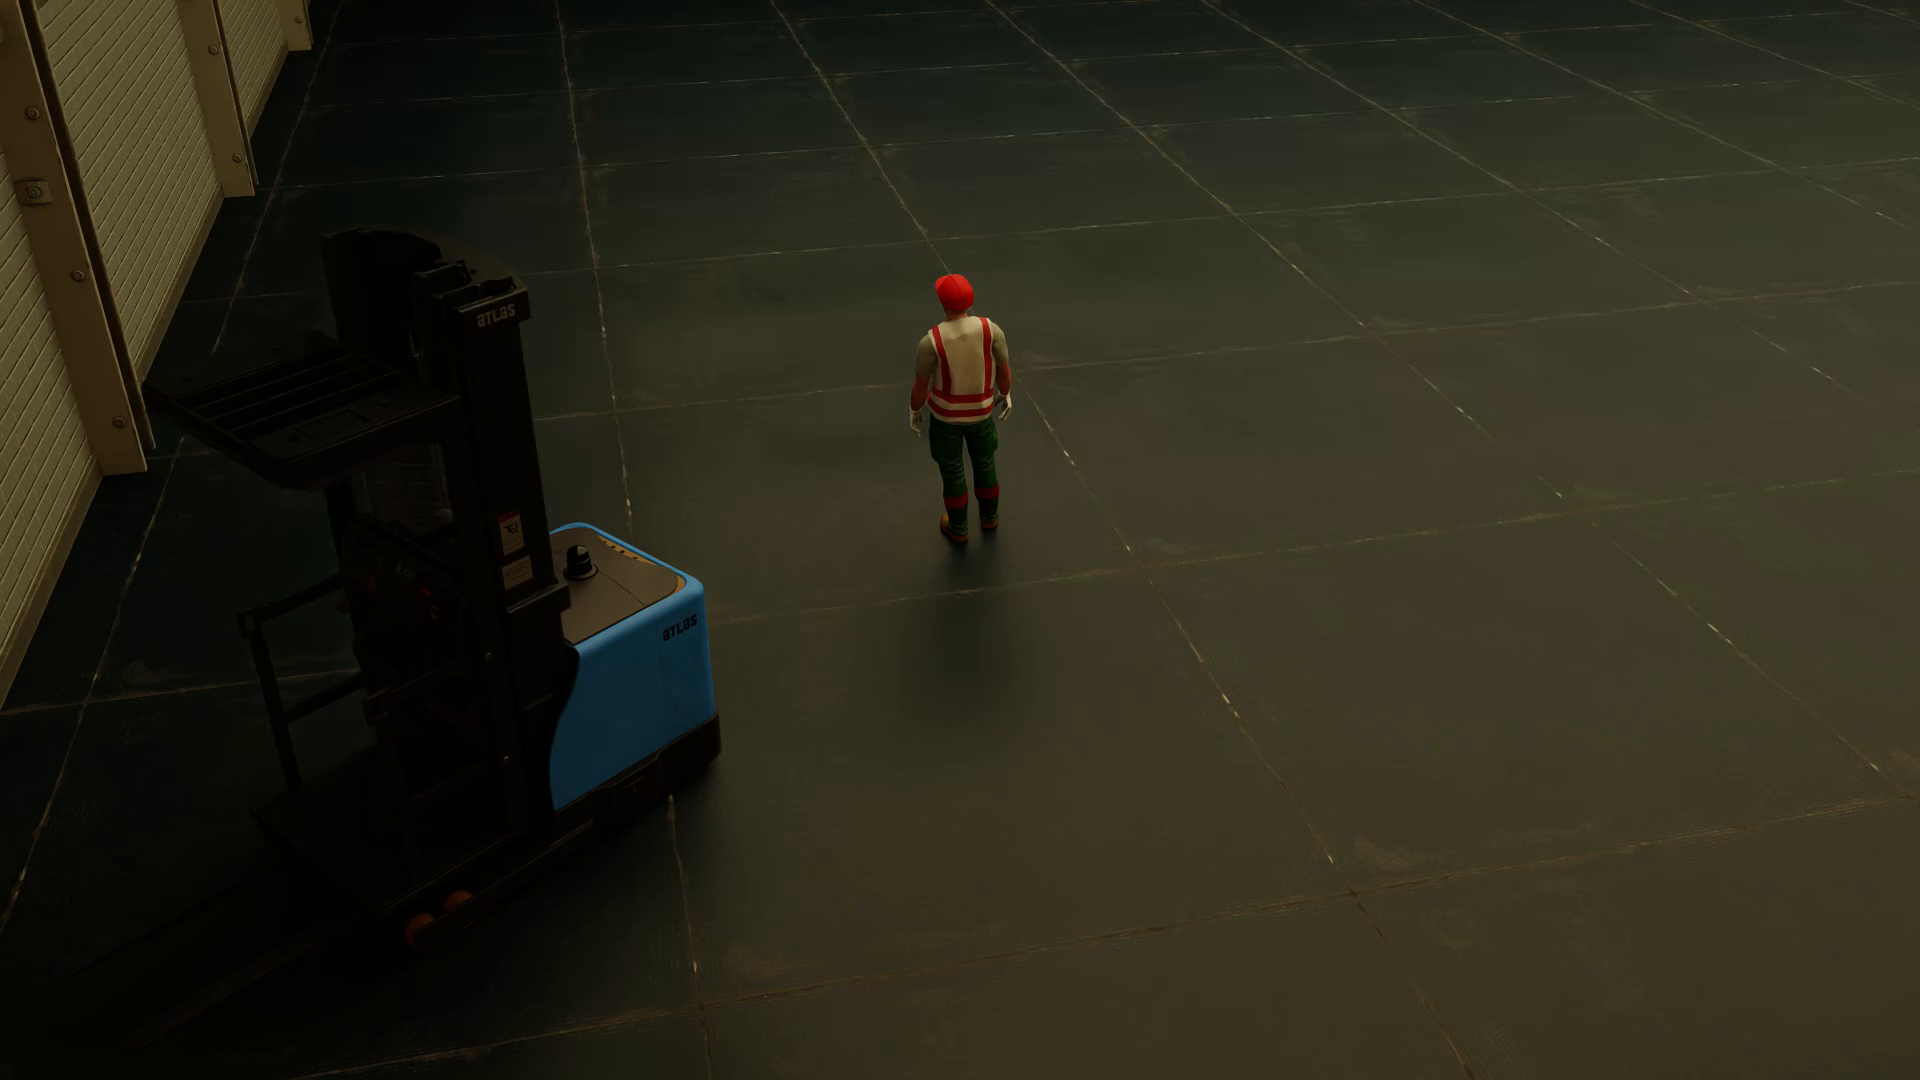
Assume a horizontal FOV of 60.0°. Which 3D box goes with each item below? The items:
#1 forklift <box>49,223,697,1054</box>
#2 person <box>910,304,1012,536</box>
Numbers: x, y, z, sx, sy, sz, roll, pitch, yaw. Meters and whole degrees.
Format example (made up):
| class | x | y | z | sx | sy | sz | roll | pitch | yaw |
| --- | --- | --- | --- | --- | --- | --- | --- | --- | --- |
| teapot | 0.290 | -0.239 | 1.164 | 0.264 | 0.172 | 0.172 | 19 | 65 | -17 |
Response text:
| class | x | y | z | sx | sy | sz | roll | pitch | yaw |
| --- | --- | --- | --- | --- | --- | --- | --- | --- | --- |
| forklift | -2.564 | 0.264 | 7.118 | 1.121 | 2.935 | 3.031 | 23 | 37 | 34 |
| person | 0.009 | -0.788 | 10.058 | 0.638 | 1.687 | 0.424 | -7 | 31 | -12 |
